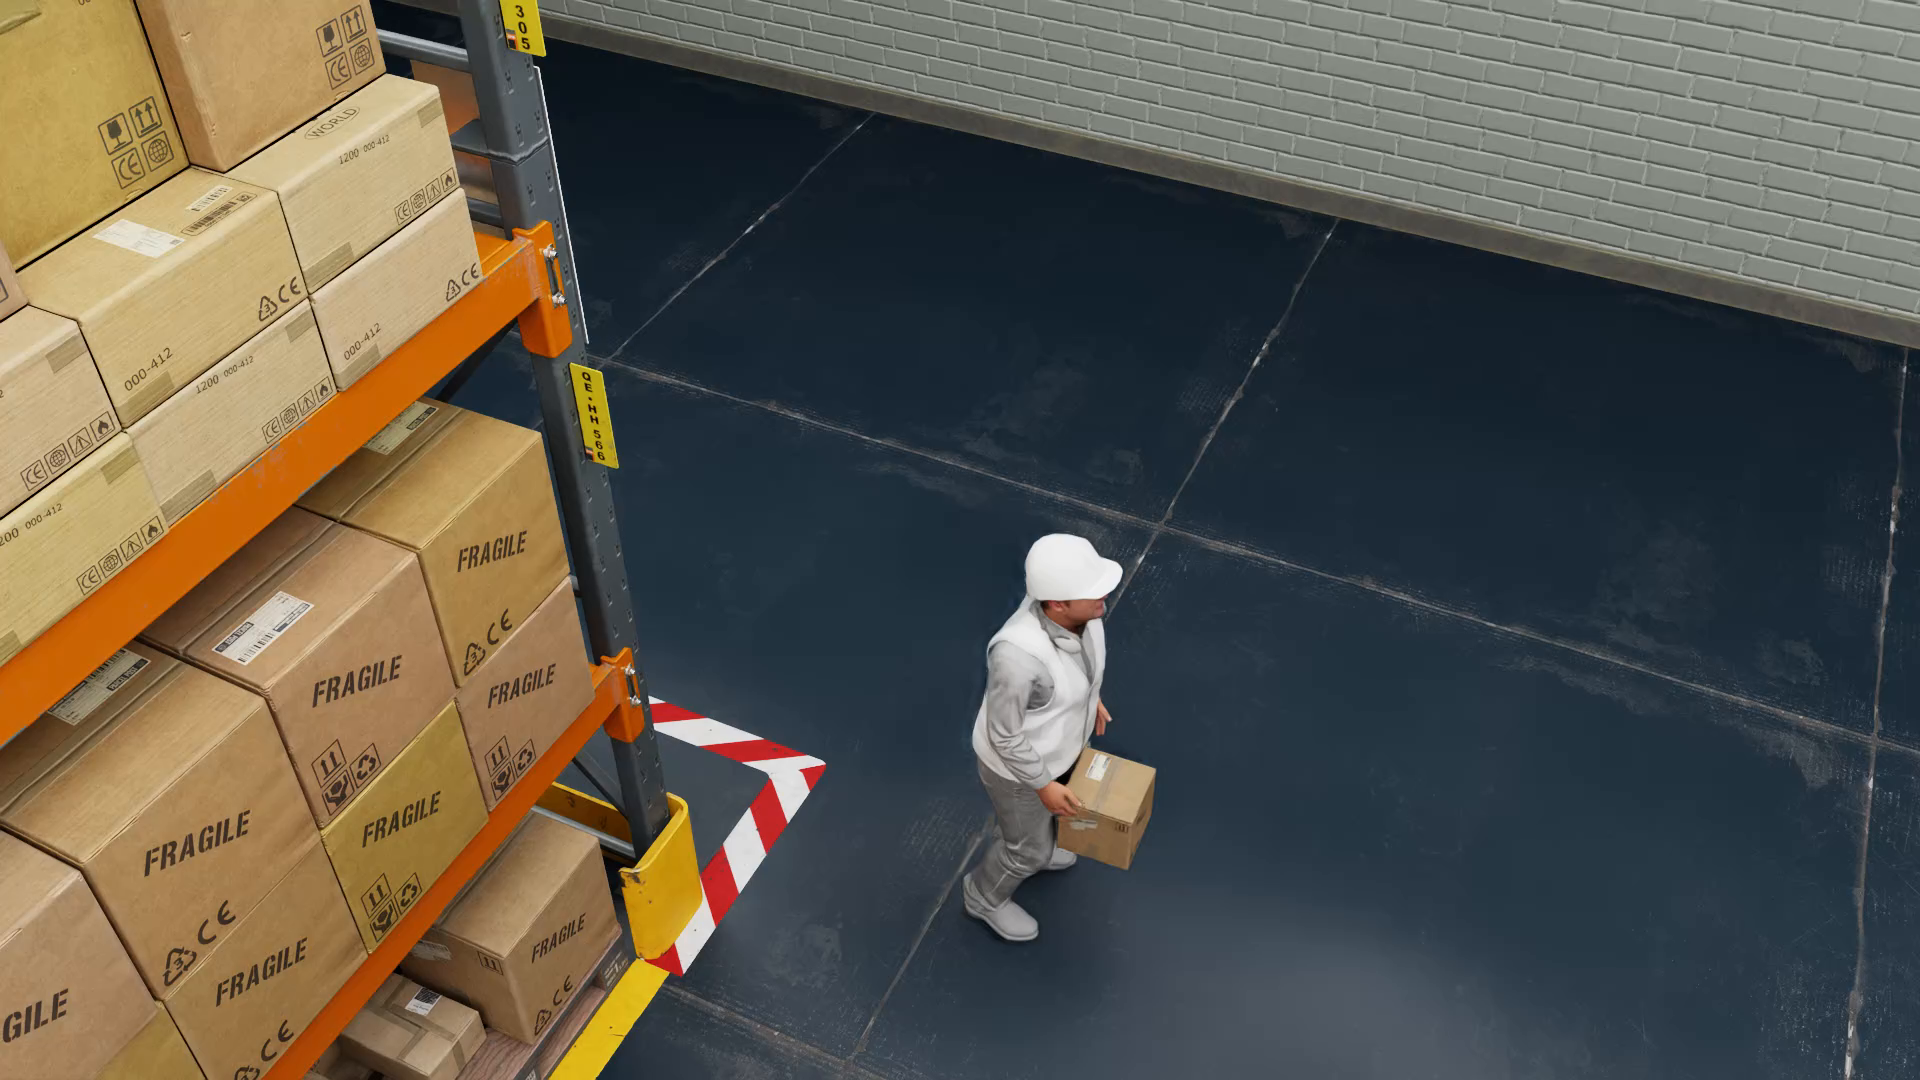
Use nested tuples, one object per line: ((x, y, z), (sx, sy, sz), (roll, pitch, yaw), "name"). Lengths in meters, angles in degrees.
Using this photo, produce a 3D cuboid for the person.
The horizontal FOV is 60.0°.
((0.272, 0.640, 5.446), (0.465, 1.742, 0.643), (19, 45, 20), "person")
